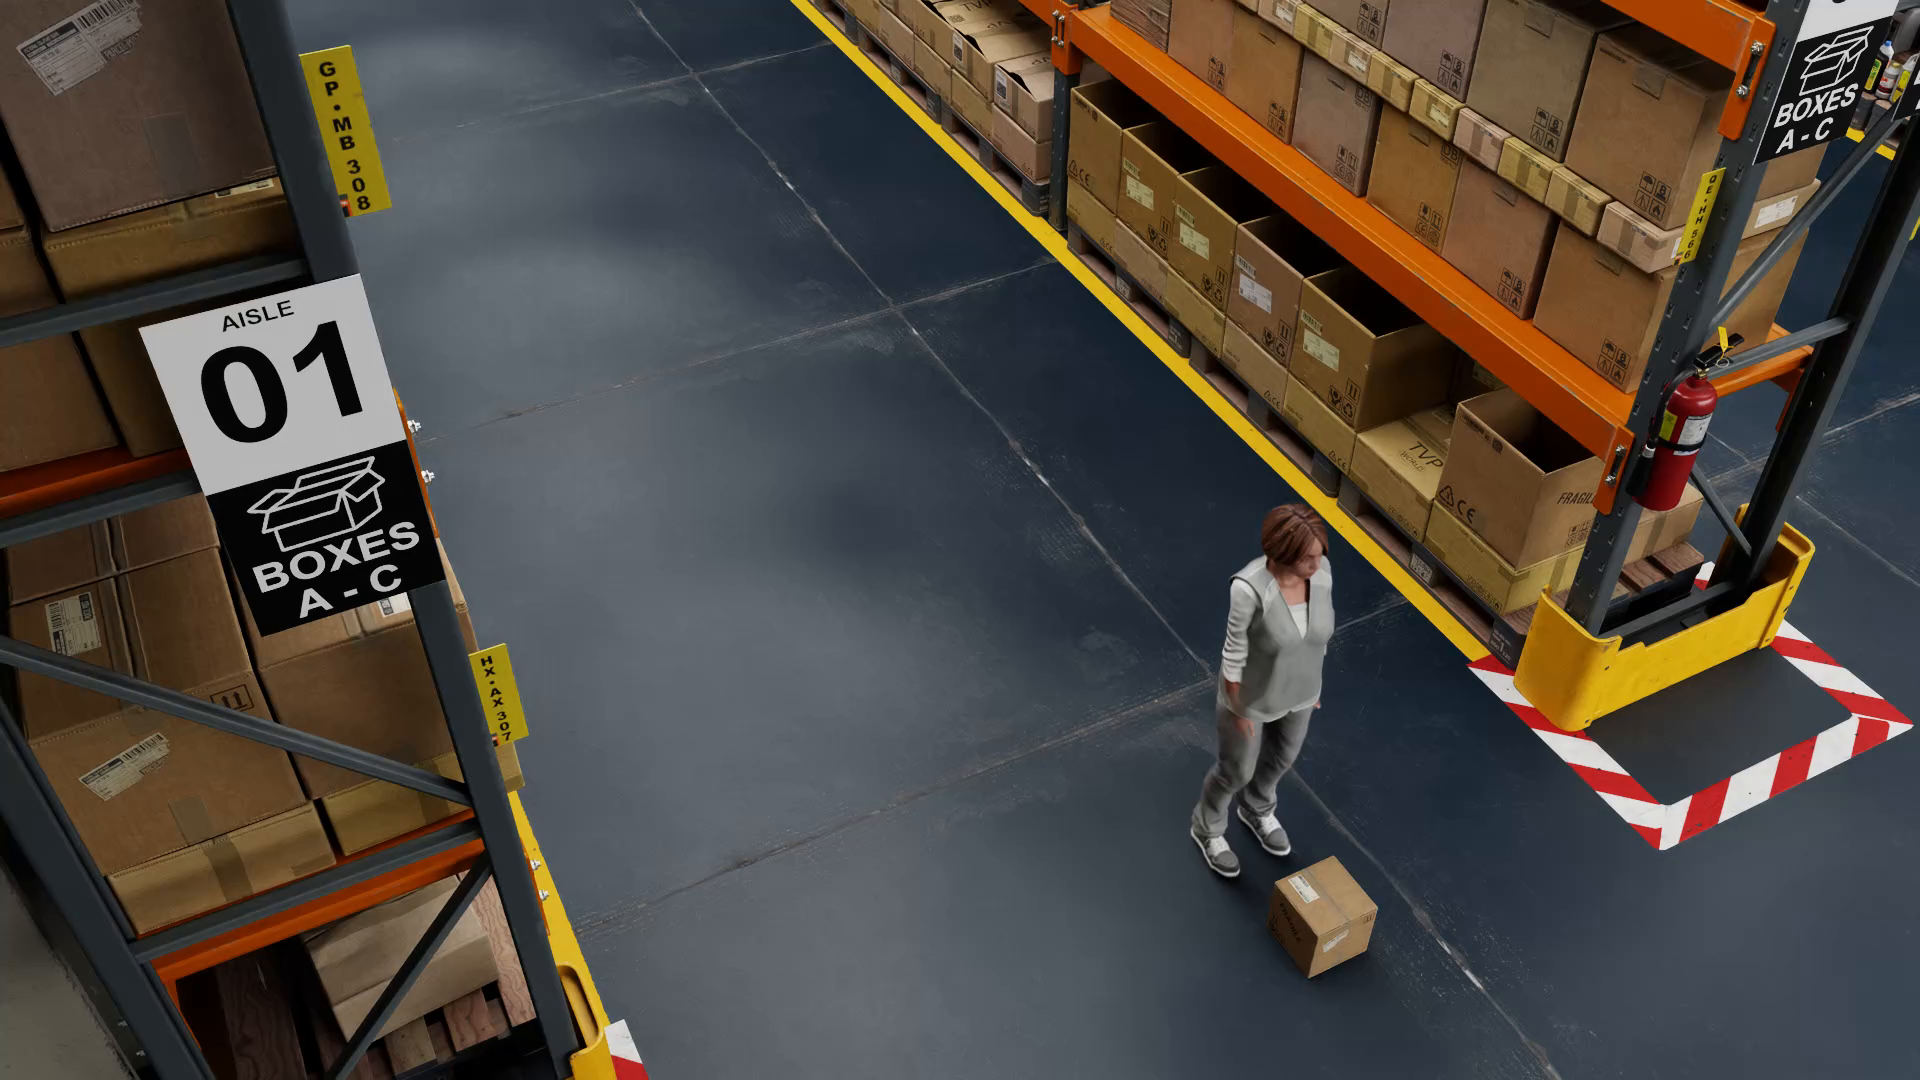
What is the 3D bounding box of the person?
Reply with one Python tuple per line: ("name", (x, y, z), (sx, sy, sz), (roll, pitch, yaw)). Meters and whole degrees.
("person", (1.048, 0.509, 5.601), (0.406, 1.595, 0.300), (-18, 45, -19))
